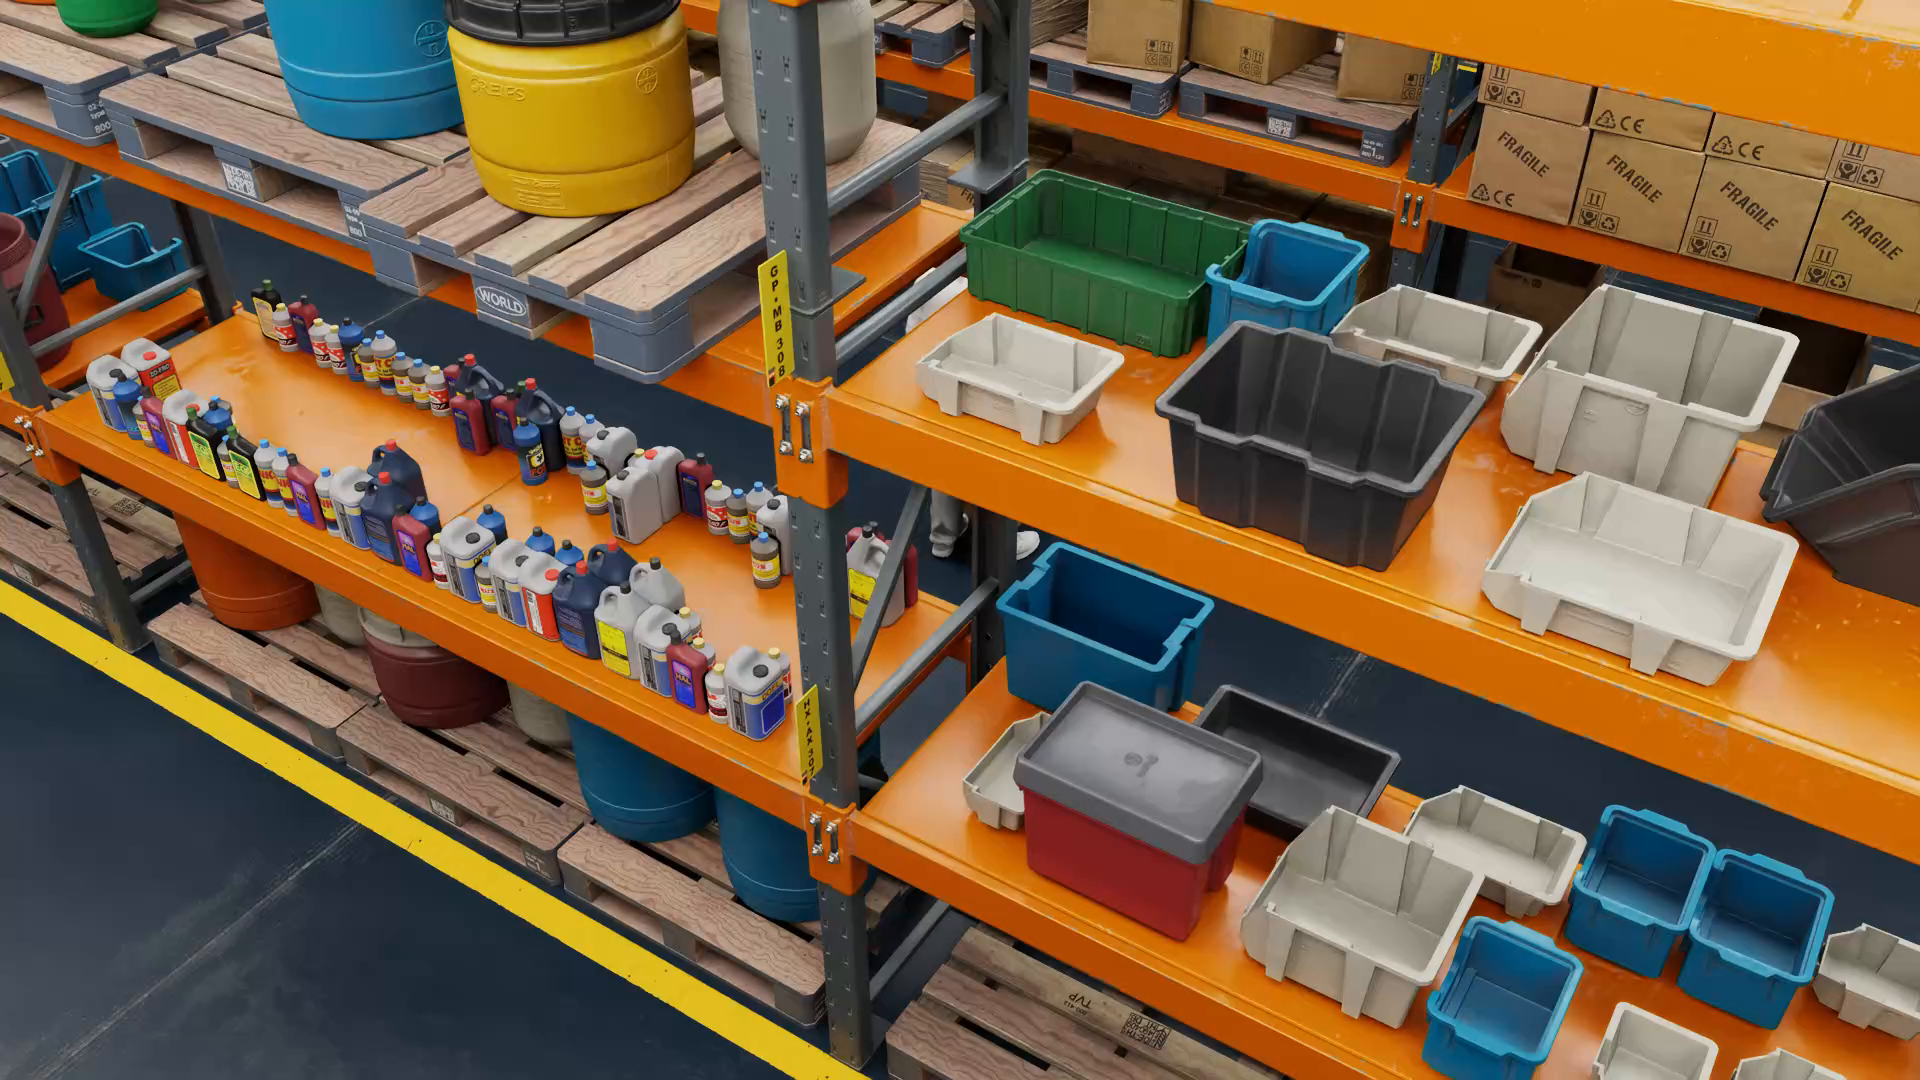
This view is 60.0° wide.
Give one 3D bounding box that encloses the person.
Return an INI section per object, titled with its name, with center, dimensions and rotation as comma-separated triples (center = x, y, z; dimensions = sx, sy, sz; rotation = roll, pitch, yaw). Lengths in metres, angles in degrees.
[person]
center = 0.057, -0.664, 7.546
dimensions = 0.642, 1.773, 0.427
rotation = 21, 43, 25
